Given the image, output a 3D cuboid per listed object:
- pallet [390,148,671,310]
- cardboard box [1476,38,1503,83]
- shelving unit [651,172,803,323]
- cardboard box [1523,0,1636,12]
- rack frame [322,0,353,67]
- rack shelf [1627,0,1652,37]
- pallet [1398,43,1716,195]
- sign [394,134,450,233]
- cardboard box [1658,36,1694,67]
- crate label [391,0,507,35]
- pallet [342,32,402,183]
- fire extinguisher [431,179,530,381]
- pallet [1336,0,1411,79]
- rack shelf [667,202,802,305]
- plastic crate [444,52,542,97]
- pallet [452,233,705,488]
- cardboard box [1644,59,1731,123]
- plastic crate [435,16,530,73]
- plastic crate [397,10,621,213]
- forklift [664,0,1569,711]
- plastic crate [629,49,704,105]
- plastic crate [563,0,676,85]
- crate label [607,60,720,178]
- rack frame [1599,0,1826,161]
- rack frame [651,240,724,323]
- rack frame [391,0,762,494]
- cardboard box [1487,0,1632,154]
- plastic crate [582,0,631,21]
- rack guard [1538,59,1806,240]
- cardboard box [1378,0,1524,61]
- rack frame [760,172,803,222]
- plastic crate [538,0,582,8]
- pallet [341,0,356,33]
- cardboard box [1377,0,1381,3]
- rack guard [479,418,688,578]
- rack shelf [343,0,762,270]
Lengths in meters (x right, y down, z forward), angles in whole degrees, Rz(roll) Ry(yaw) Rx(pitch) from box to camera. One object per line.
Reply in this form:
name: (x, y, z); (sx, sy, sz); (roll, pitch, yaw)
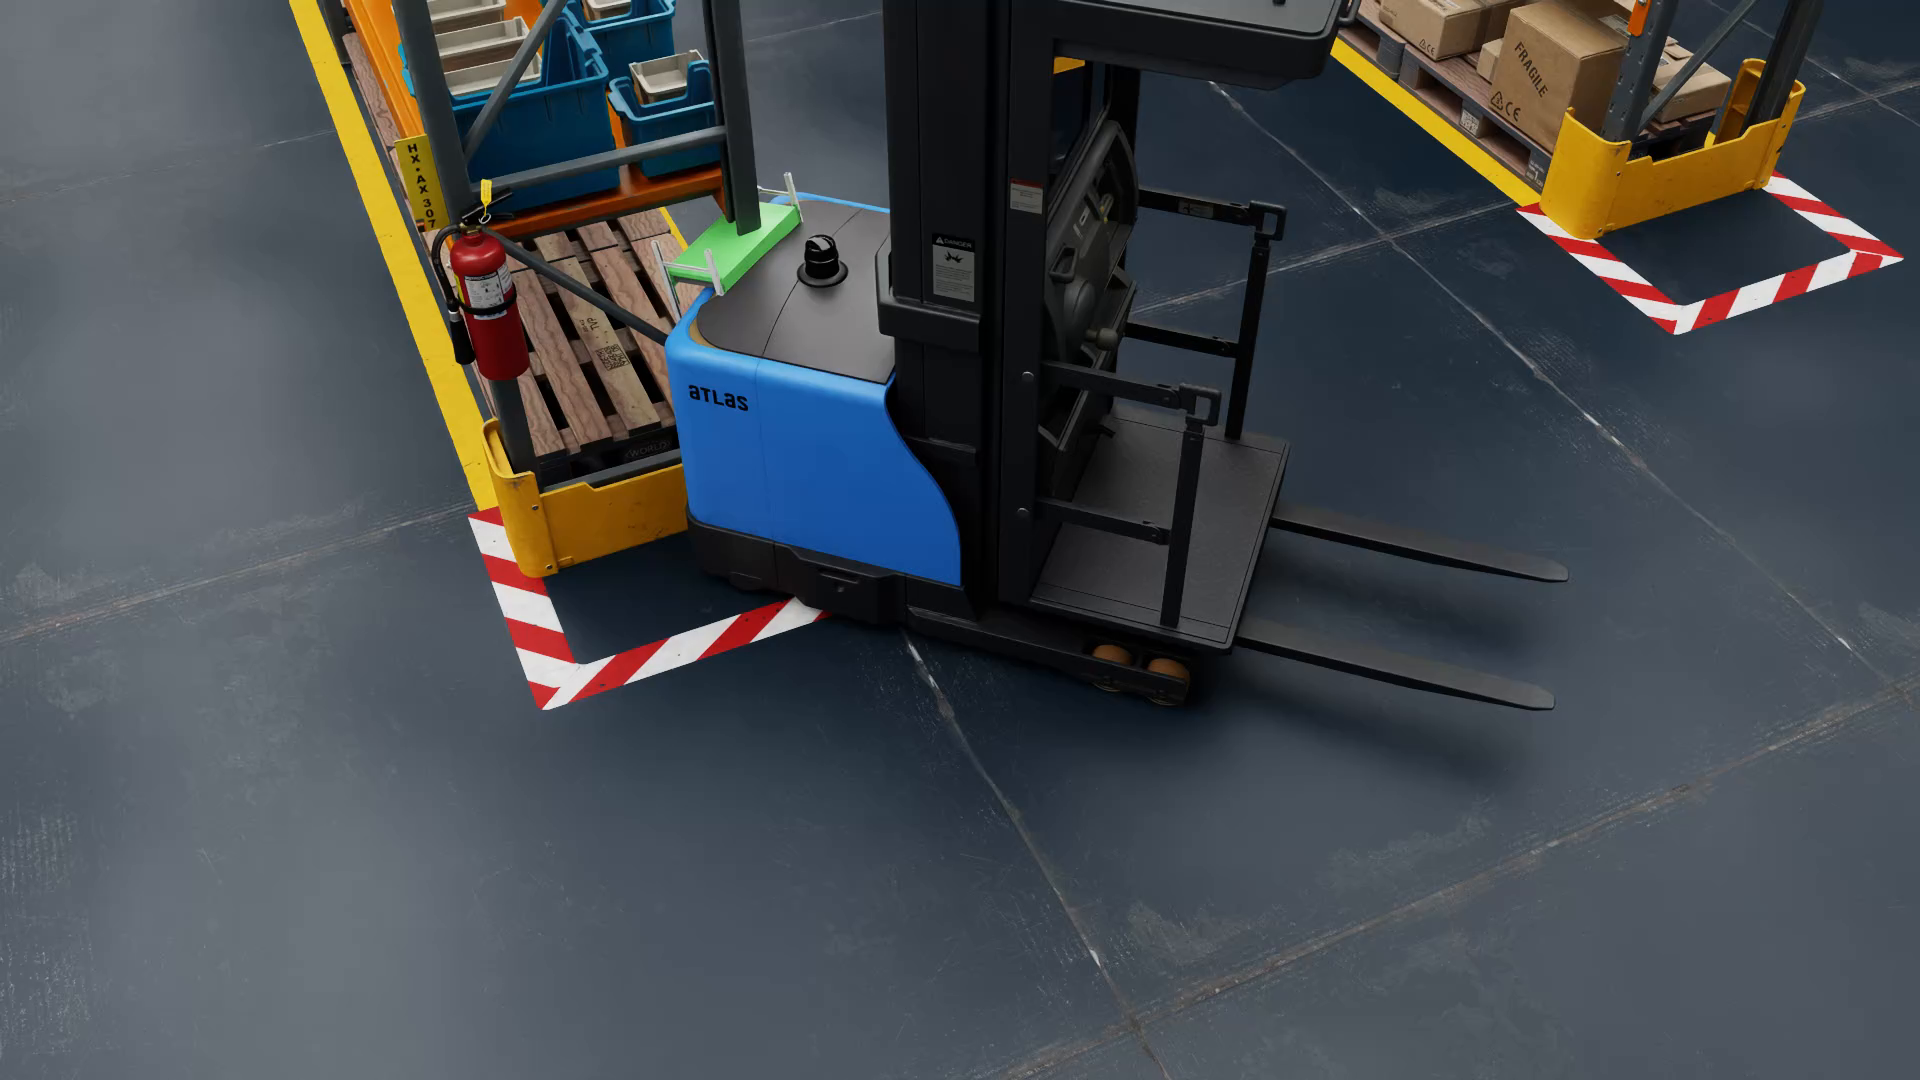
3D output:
pallet: (-1.977, -1.526, 7.646); (1.003, 0.211, 1.213); (-18, 47, -17)
cardboard box: (2.799, -2.372, 8.223); (0.380, 0.166, 0.250); (-18, 47, -17)
shelving unit: (-0.703, -0.677, 5.988); (0.258, 1.200, 0.503); (13, 47, 27)
cardboard box: (3.158, -2.593, 8.386); (0.500, 0.250, 0.500); (-18, 47, -17)
rack frame: (-2.838, -3.754, 7.919); (1.000, 3.000, 0.127); (-18, 47, -17)
rack shelf: (2.498, -3.684, 8.360); (1.077, 0.370, 4.000); (-18, 47, -17)
pallet: (2.971, -2.229, 8.359); (1.003, 0.211, 1.213); (-18, 47, -17)
sign: (-1.649, -1.091, 5.104); (0.100, 0.325, 0.005); (-18, 47, -17)
cardboard box: (3.370, -2.342, 8.191); (0.380, 0.166, 0.250); (-18, 47, -17)
crate label: (-1.912, -1.958, 6.244); (0.396, 0.136, 0.243); (-18, 47, -17)
pallet: (-2.494, -2.305, 8.435); (1.003, 0.211, 1.213); (-18, 47, -17)
fire extinguisher: (-1.505, -0.815, 5.261); (0.296, 0.674, 0.183); (-18, 47, -17)
pallet: (2.462, -3.006, 9.146); (1.003, 0.211, 1.213); (-18, 47, -17)
rack shelf: (-0.771, -0.984, 5.715); (0.258, 0.148, 0.480); (13, 47, 27)
plastic crate: (-1.664, -1.599, 5.880); (0.396, 0.136, 0.243); (-18, 47, -17)
pallet: (-1.468, -0.750, 6.860); (1.003, 0.211, 1.213); (-18, 47, -17)
cardboard box: (3.475, -2.176, 8.036); (0.380, 0.149, 0.250); (-18, 47, -17)
plastic crate: (-1.772, -1.788, 6.072); (0.396, 0.136, 0.243); (-18, 47, -17)
plastic crate: (-1.467, -1.398, 5.463); (0.616, 0.435, 0.499); (-18, 47, -17)
forklift: (0.595, -0.901, 5.077); (3.031, 2.935, 1.130); (13, 46, 13)
plastic crate: (-1.021, -1.616, 5.897); (0.250, 0.136, 0.298); (-18, 47, -17)
plastic crate: (-1.238, -1.841, 6.057); (0.416, 0.233, 0.300); (-18, 47, -17)
crate label: (-0.962, -1.422, 5.632); (0.416, 0.233, 0.303); (-18, 47, -17)
rack frame: (3.339, -2.666, 6.816); (1.000, 3.000, 0.127); (-18, 47, -17)
rack frame: (-0.817, -0.520, 5.840); (0.240, 1.200, 0.015); (13, 47, 27)
rack frame: (-1.157, -1.205, 5.336); (1.000, 3.000, 0.127); (-18, 47, -17)
cardboard box: (2.887, -2.206, 7.817); (0.500, 0.500, 0.500); (-18, 47, -17)
plastic crate: (-1.307, -2.049, 6.336); (0.250, 0.136, 0.298); (-18, 47, -17)
rack guard: (3.307, -1.825, 7.743); (1.175, 0.500, 0.348); (-18, 47, -17)
cardboard box: (2.515, -2.732, 8.527); (0.500, 0.250, 0.500); (-18, 47, -17)
rack frame: (-0.589, -0.834, 6.135); (0.240, 1.200, 0.015); (13, 47, 27)
plastic crate: (-1.515, -2.261, 6.482); (0.416, 0.233, 0.300); (-18, 47, -17)
pallet: (-3.125, -3.266, 9.410); (1.003, 0.211, 1.213); (-18, 47, -17)
cardboard box: (2.452, -3.287, 8.910); (0.797, 0.503, 0.637); (-18, 47, -17)
rack guard: (-1.135, -0.304, 6.202); (1.175, 0.500, 0.348); (-18, 47, -17)
rack shelf: (-1.997, -2.224, 6.880); (1.077, 0.370, 4.000); (-18, 47, -17)
